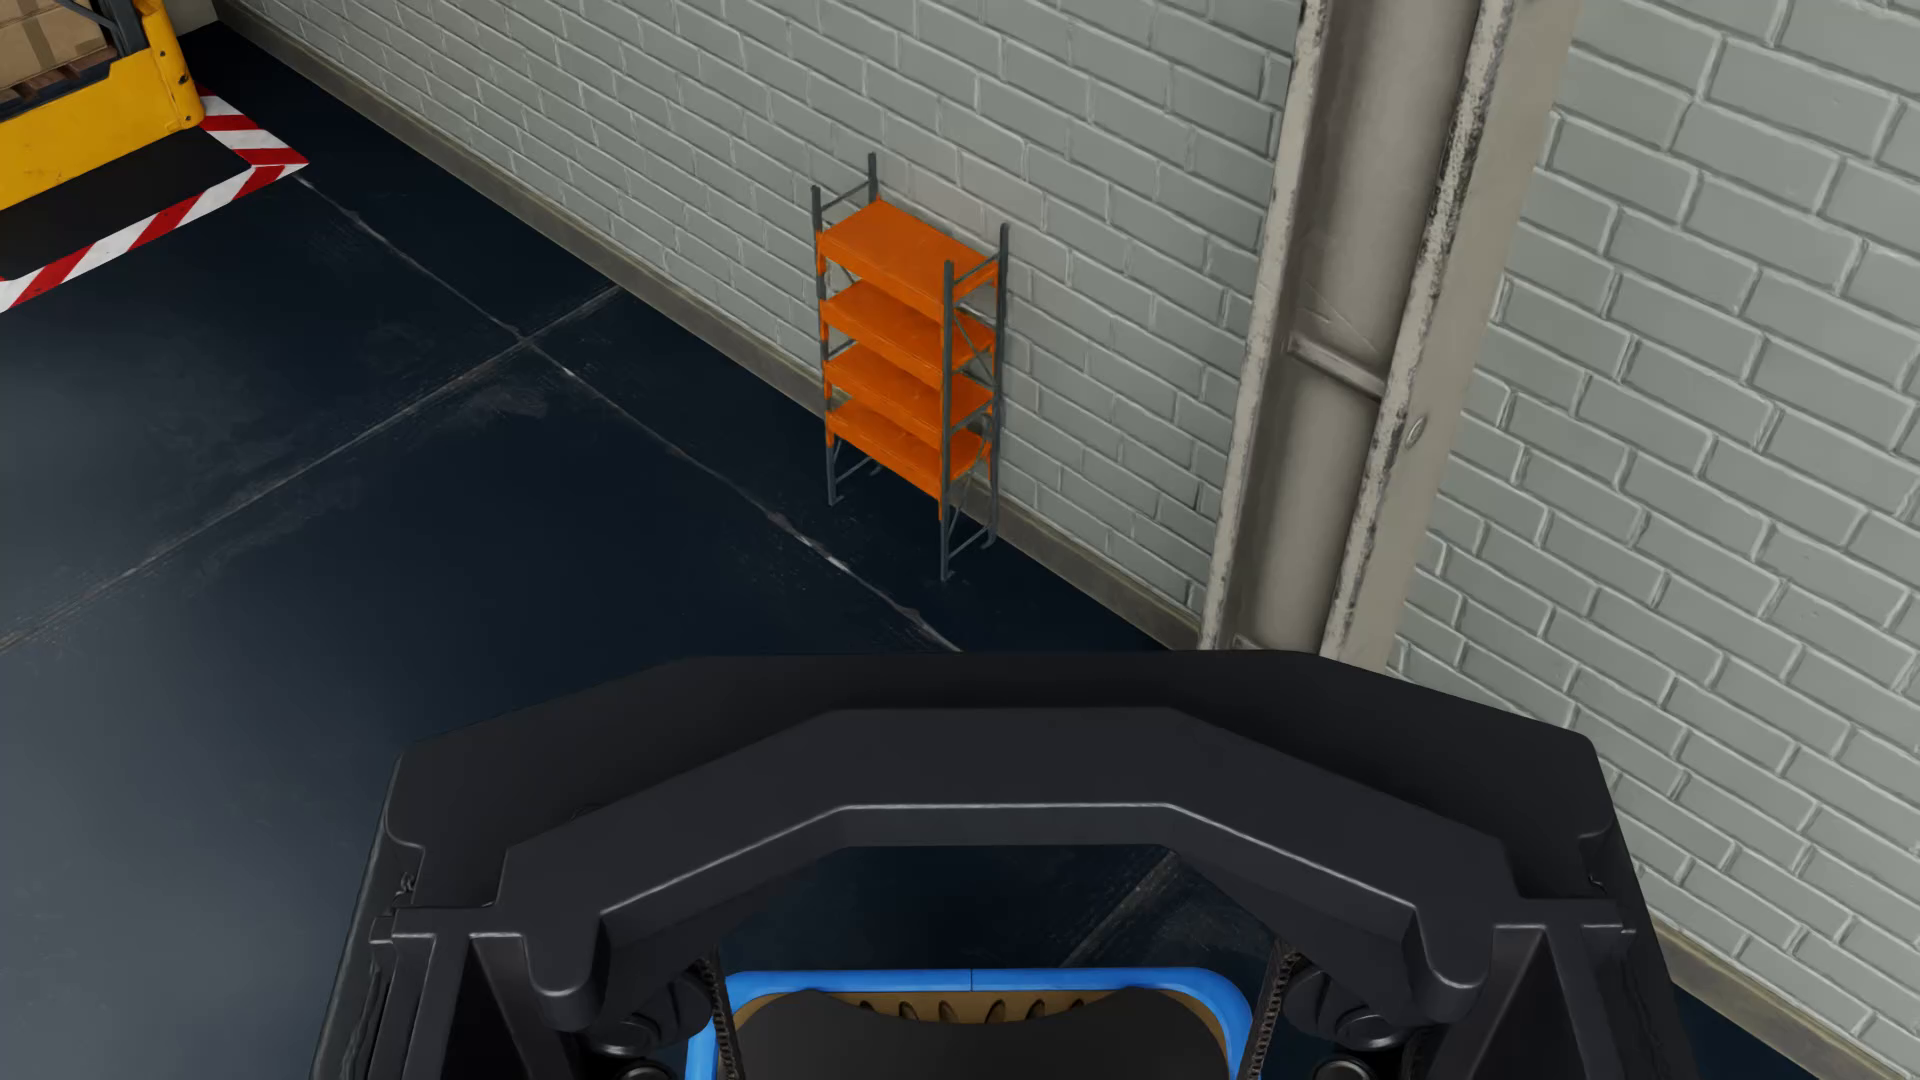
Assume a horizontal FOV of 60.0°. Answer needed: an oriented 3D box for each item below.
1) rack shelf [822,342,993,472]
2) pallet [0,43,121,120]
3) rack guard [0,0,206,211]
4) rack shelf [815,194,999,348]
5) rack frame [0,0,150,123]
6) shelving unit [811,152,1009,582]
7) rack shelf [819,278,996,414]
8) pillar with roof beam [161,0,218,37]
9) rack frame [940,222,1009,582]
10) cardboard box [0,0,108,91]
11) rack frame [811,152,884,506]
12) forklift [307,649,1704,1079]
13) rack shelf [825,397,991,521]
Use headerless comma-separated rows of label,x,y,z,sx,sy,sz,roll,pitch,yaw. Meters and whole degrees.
rack shelf,-0.147,-0.427,4.916,0.480,0.148,0.258,33,54,27
pallet,-4.232,-1.963,6.948,1.213,0.211,1.003,34,55,28
rack guard,-3.623,-1.694,6.498,0.348,0.500,1.175,34,55,28
rack shelf,-0.140,-0.748,4.586,0.480,0.148,0.258,33,54,27
rack frame,-3.641,-2.562,5.598,0.127,3.000,1.000,34,55,28
shelving unit,-0.146,-0.474,4.868,0.503,1.200,0.258,33,54,27
rack shelf,-0.143,-0.583,4.756,0.480,0.148,0.258,33,54,27
pillar with roof beam,-6.461,-3.136,2.022,0.400,9.000,9.100,34,55,28
rack frame,0.035,-0.355,4.756,0.015,1.200,0.240,33,54,27
cardboard box,-3.869,-2.112,6.773,0.500,0.250,0.500,34,56,28
rack frame,-0.327,-0.594,4.980,0.015,1.200,0.240,33,54,27
forklift,0.035,1.596,1.741,1.130,2.935,3.031,0,47,0
rack shelf,-0.150,-0.289,5.058,0.480,0.148,0.258,33,54,27
